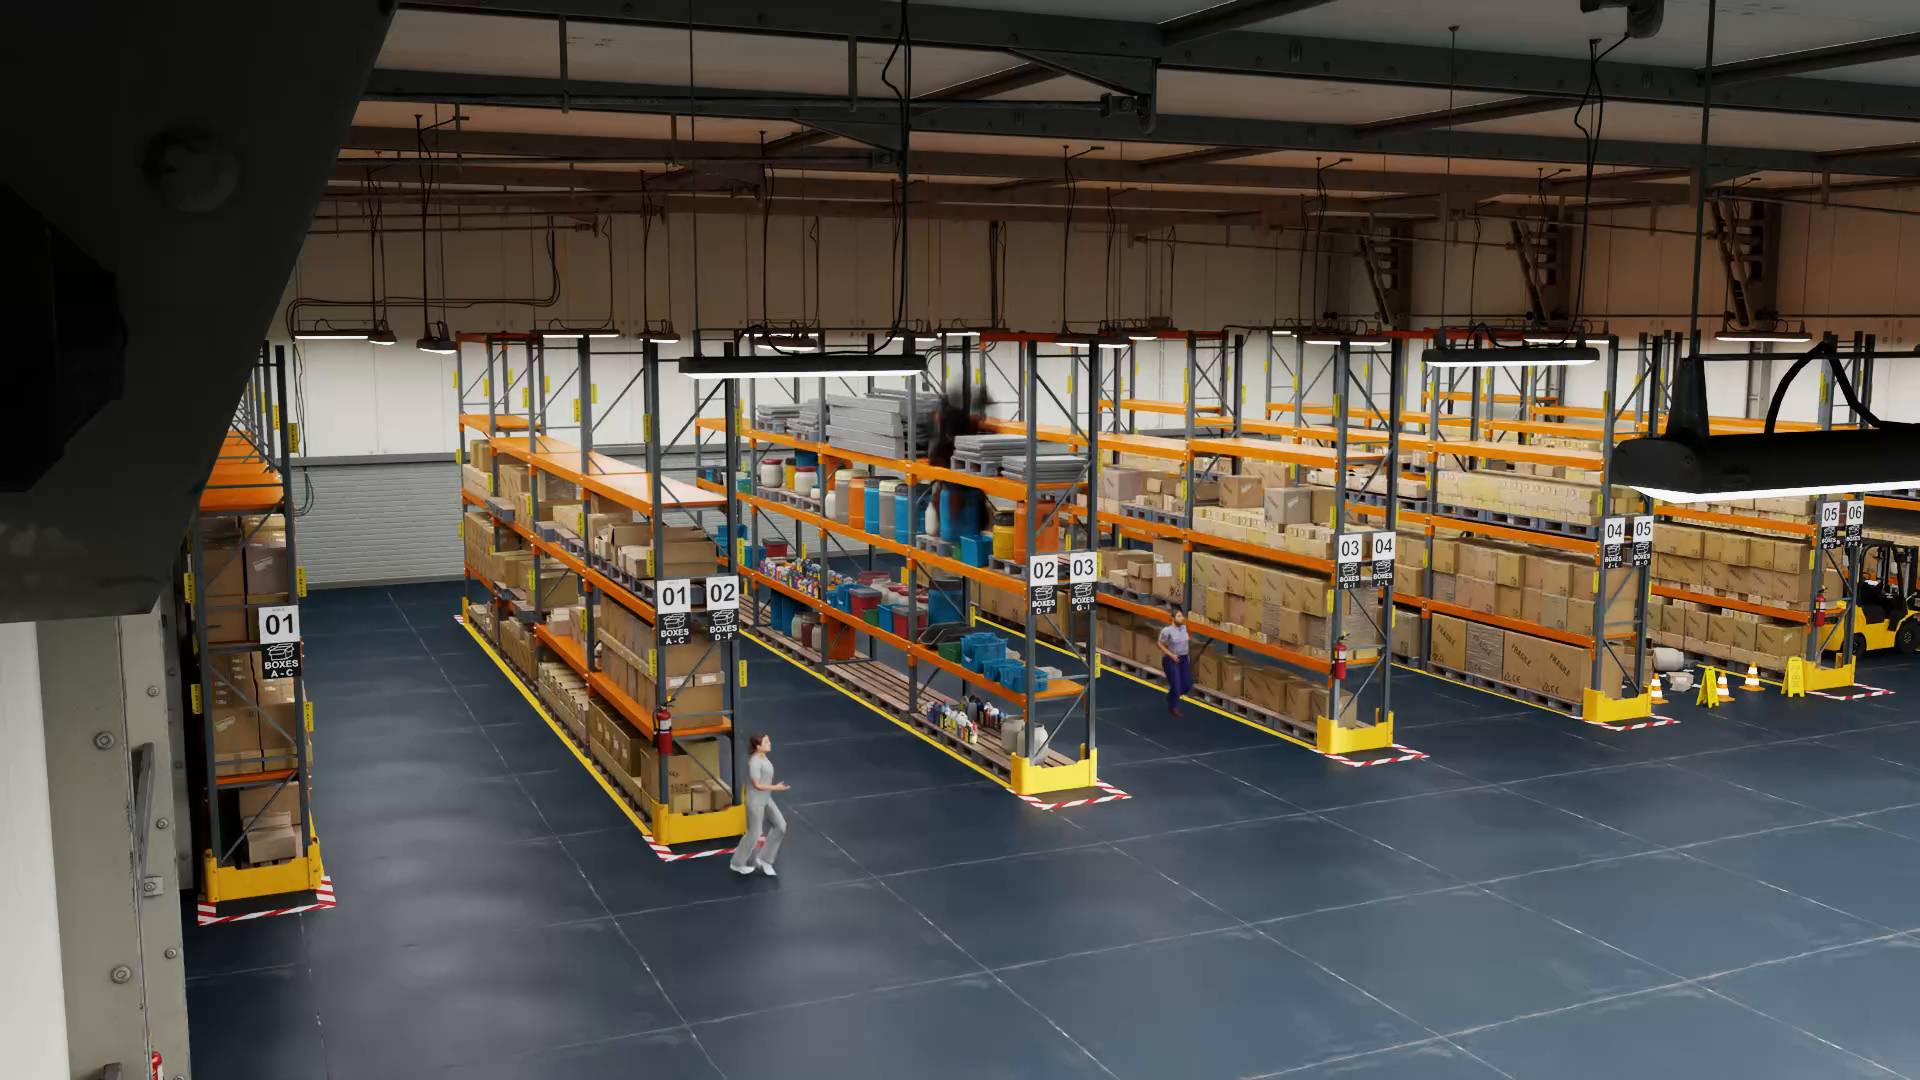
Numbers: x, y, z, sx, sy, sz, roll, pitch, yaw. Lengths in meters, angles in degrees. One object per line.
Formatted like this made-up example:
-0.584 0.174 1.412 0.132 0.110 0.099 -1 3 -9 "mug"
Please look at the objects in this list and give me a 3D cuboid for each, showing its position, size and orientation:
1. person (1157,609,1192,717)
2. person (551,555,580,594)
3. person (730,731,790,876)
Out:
3.261 1.865 25.208 0.613 1.621 0.491 -5 9 -33 "person"
-8.498 0.642 35.788 0.745 1.800 0.659 2 8 12 "person"
-2.257 3.001 18.815 0.715 1.721 0.578 1 8 10 "person"
